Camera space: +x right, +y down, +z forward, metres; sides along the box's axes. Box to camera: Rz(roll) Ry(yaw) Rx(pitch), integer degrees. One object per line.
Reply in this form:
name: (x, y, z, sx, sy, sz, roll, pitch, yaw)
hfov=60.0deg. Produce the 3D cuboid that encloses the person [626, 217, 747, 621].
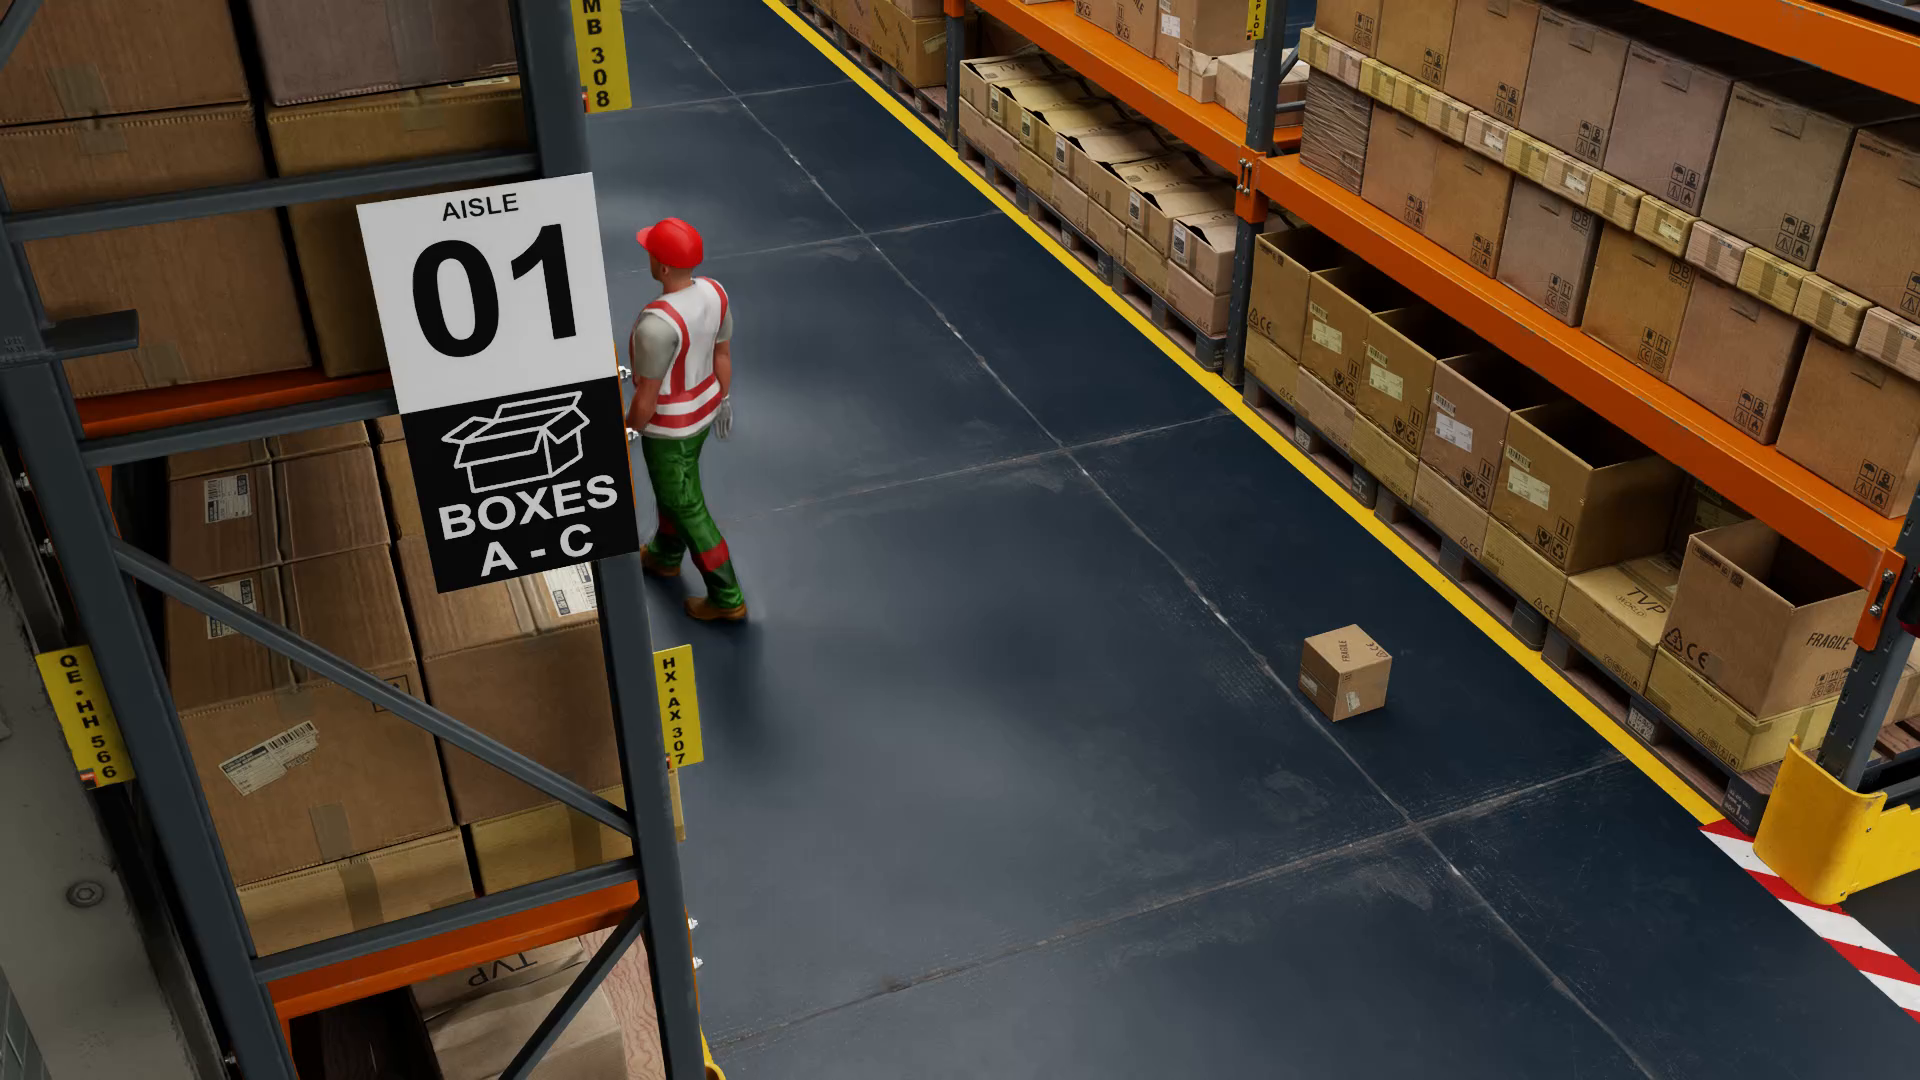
person: (-1.237, -0.512, 6.921, 0.755, 1.779, 0.538, 13, 35, 19)
